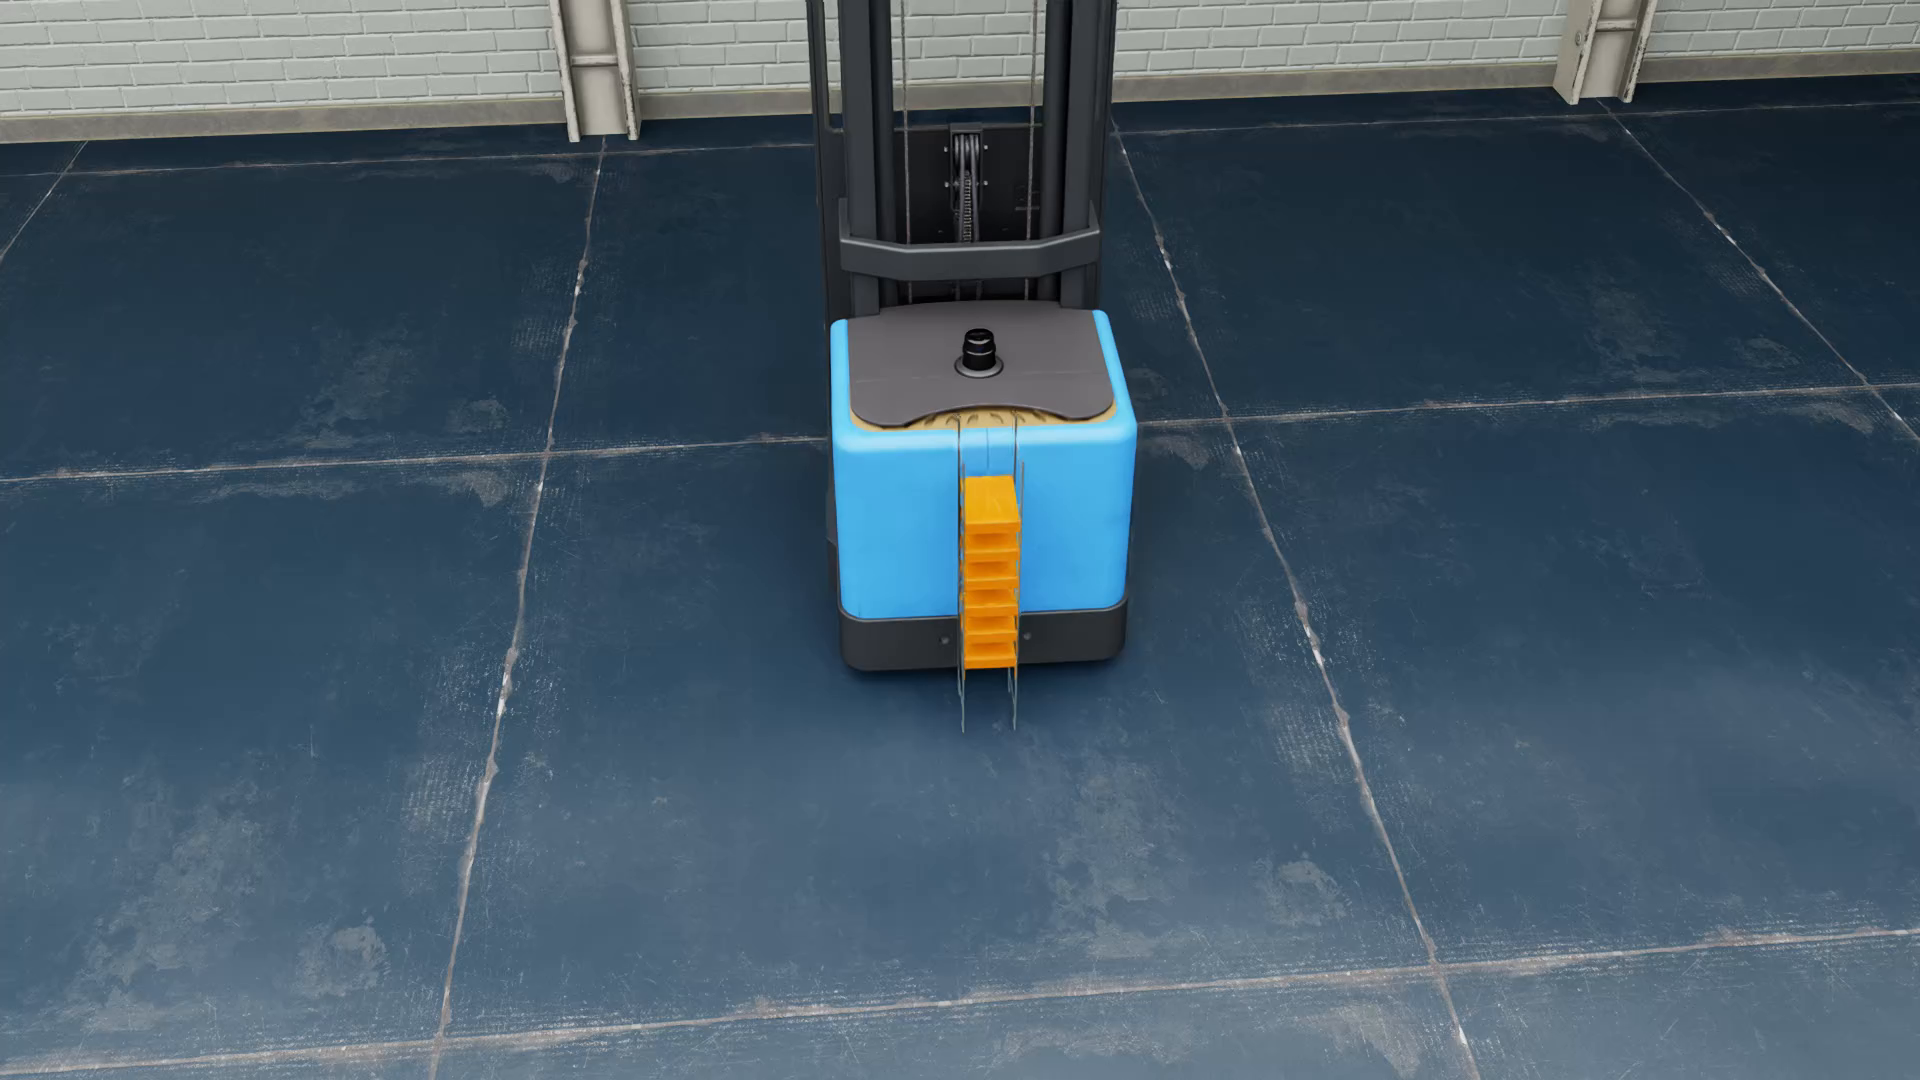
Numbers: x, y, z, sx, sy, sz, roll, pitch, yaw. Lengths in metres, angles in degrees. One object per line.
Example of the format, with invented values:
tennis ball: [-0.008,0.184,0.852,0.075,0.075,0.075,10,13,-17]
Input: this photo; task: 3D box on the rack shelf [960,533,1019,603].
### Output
rack shelf: [0.095,0.085,5.544,0.180,0.103,0.258,-3,40,-3]

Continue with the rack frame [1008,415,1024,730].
rack frame: [0.186,0.139,5.598,0.006,1.200,0.240,-3,40,-3]

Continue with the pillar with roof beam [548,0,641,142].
pillar with roof beam: [-1.709,-3.301,3.669,0.400,9.000,9.100,-3,38,-4]

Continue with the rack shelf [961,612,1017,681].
rack shelf: [0.095,0.360,5.777,0.180,0.103,0.258,-3,40,-3]

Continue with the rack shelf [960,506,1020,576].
rack shelf: [0.095,-0.007,5.467,0.180,0.103,0.258,-3,40,-3]

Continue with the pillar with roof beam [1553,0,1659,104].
pillar with roof beam: [4.267,-3.630,4.086,0.400,9.000,9.100,-3,38,-4]

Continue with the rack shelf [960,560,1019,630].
rack shelf: [0.095,0.177,5.622,0.180,0.103,0.258,-3,40,-3]

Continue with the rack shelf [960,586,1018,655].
rack shelf: [0.095,0.269,5.699,0.180,0.103,0.258,-3,40,-3]

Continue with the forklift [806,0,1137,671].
forklift: [-0.013,-1.572,6.376,1.130,2.935,3.031,-3,38,-3]

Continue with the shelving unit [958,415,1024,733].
shelving unit: [0.095,0.143,5.593,0.189,1.200,0.258,-3,40,-3]

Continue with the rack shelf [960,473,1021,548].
rack shelf: [0.096,-0.098,5.389,0.180,0.103,0.258,-3,40,-3]

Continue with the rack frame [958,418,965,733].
rack frame: [0.004,0.147,5.588,0.006,1.200,0.240,-3,40,-3]
